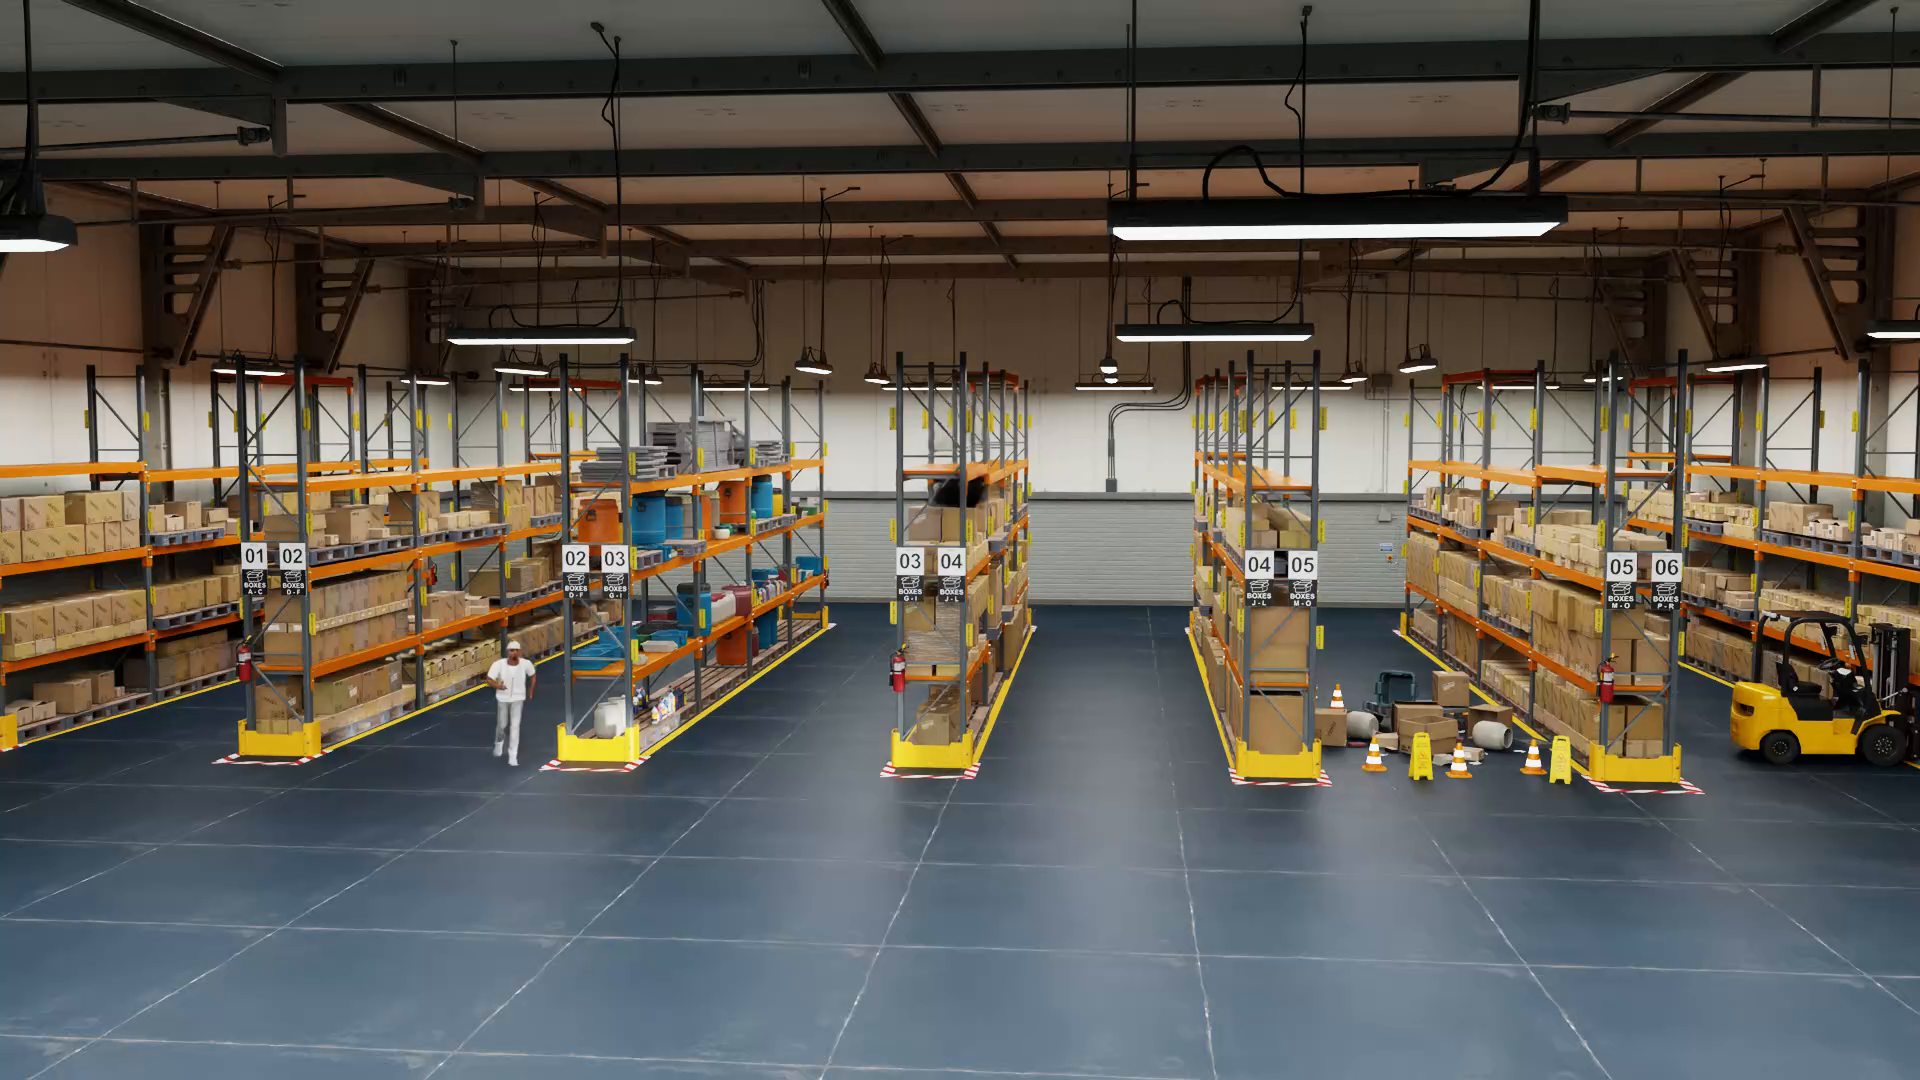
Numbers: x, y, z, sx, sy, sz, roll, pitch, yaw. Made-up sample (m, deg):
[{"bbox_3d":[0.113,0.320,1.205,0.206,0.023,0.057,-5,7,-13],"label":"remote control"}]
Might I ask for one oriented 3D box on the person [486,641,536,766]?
[{"bbox_3d":[-6.600,2.368,24.497,0.729,1.779,0.877,-1,4,-18],"label":"person"}]
